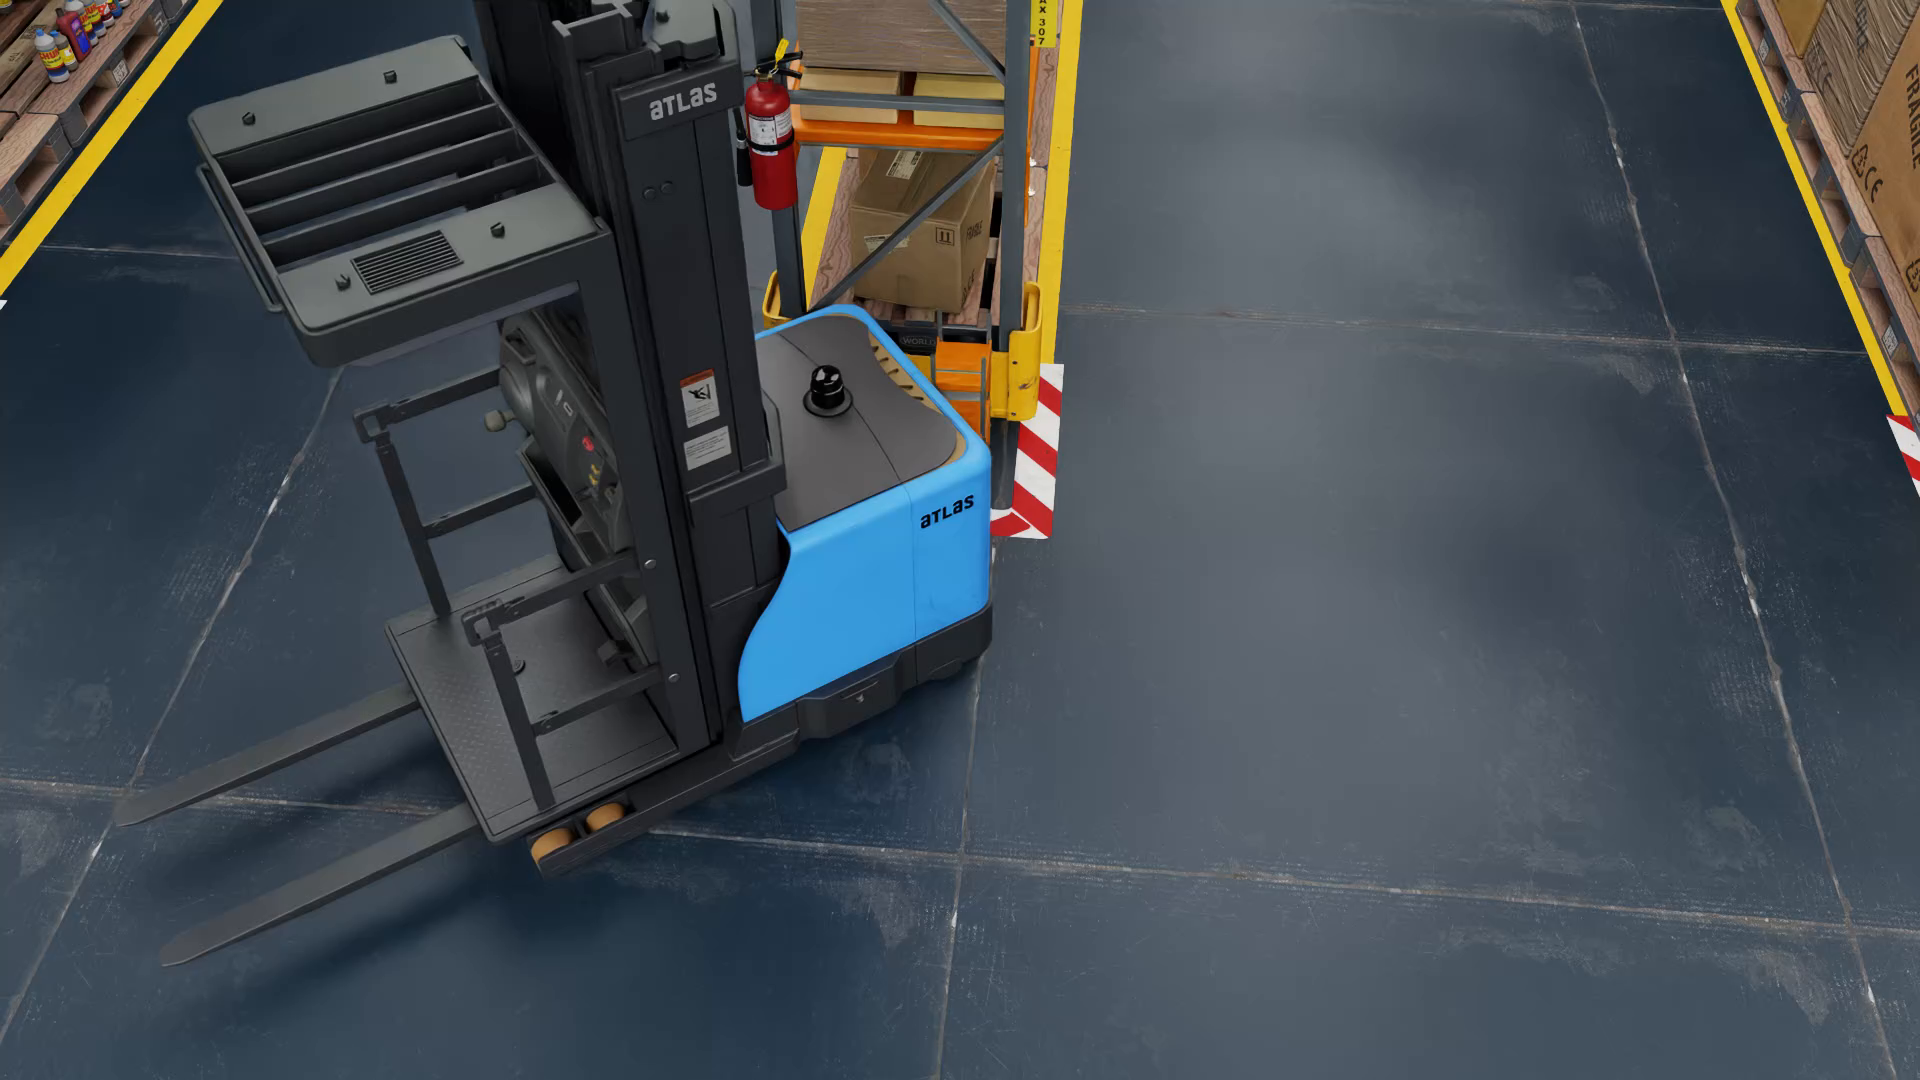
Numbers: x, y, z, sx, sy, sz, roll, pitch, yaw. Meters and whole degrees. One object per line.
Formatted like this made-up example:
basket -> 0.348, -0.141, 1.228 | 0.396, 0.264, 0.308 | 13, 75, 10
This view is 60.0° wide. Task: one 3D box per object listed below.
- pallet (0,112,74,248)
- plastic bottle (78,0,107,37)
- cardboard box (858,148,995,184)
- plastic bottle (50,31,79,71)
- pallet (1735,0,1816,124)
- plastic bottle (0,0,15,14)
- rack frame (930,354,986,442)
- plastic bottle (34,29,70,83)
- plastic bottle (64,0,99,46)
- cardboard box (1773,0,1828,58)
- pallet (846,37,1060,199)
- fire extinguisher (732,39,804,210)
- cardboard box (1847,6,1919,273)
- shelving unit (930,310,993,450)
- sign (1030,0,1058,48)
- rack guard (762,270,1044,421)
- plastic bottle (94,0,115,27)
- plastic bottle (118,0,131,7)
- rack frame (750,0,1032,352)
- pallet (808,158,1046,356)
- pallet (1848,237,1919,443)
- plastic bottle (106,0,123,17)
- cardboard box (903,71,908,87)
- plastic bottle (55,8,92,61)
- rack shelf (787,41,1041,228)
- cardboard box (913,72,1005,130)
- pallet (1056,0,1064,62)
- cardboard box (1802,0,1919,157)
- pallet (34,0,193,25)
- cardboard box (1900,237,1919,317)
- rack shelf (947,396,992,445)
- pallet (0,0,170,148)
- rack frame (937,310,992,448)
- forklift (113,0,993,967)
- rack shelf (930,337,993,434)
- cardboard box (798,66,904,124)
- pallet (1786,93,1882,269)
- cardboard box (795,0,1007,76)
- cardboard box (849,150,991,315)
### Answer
pallet -> -5.138, -1.684, 8.173 | 1.003, 0.211, 1.213 | 4, 48, 4
plastic bottle -> -4.661, -2.834, 8.886 | 0.097, 0.271, 0.097 | 0, 48, 0
cardboard box -> -0.151, -1.834, 7.830 | 0.500, 0.500, 0.500 | 15, 49, 14
plastic bottle -> -4.692, -2.561, 8.684 | 0.097, 0.201, 0.097 | 0, 48, 0
pallet -> 4.903, -2.673, 9.078 | 1.003, 0.211, 1.213 | 4, 48, 4
plastic bottle -> -5.248, -2.984, 9.071 | 0.097, 0.201, 0.097 | 0, 48, 0
rack frame -> -0.006, -0.304, 6.342 | 0.200, 1.050, 0.008 | 4, 48, 4
plastic bottle -> -4.702, -2.509, 8.588 | 0.097, 0.271, 0.097 | 0, 48, 0
plastic bottle -> -4.670, -2.760, 8.819 | 0.097, 0.271, 0.097 | 0, 48, 0
cardboard box -> 4.923, -3.135, 8.766 | 0.875, 0.875, 0.875 | 5, 48, 4
pallet -> -0.015, -2.240, 8.682 | 1.003, 0.211, 1.213 | 4, 48, 4
fire extinguisher -> -0.714, -1.557, 6.220 | 0.296, 0.674, 0.183 | 4, 48, 4
cardboard box -> 4.759, -1.803, 7.547 | 0.875, 0.875, 0.875 | 3, 48, 3
shelving unit -> 0.005, -0.394, 6.424 | 0.215, 1.050, 0.252 | 4, 48, 4
sign -> 0.296, -1.892, 5.887 | 0.100, 0.325, 0.005 | 4, 48, 4
rack guard -> -0.238, -0.849, 7.213 | 1.175, 0.500, 0.348 | 4, 48, 4
plastic bottle -> -4.652, -2.883, 8.978 | 0.097, 0.201, 0.097 | 0, 48, 0
plastic bottle -> -4.633, -3.034, 9.117 | 0.097, 0.201, 0.097 | 0, 48, 0
rack frame -> -0.245, -1.637, 6.240 | 1.000, 3.000, 0.127 | 4, 48, 4
pallet -> -0.129, -1.346, 7.864 | 1.003, 0.211, 1.213 | 4, 48, 4
pallet -> 4.680, -0.880, 7.438 | 1.003, 0.211, 1.213 | 4, 48, 4
plastic bottle -> -4.643, -2.983, 9.022 | 0.097, 0.271, 0.097 | 0, 48, 0
cardboard box -> -0.401, -1.959, 6.705 | 0.380, 0.149, 0.250 | 4, 48, 4
plastic bottle -> -4.663, -2.678, 8.735 | 0.061, 0.283, 0.133 | 5, 48, 4
rack shelf -> -0.063, -2.863, 7.850 | 1.077, 0.370, 4.000 | 4, 48, 4
cardboard box -> 0.019, -1.745, 6.510 | 0.380, 0.149, 0.250 | 4, 48, 4
pallet -> 0.094, -3.139, 9.504 | 1.003, 0.211, 1.213 | 4, 48, 4
cardboard box -> 4.844, -2.473, 8.160 | 0.875, 0.875, 0.875 | 4, 48, 4
pallet -> -4.915, -3.477, 9.813 | 1.003, 0.211, 1.213 | 4, 48, 4
cardboard box -> 4.681, -1.156, 6.956 | 0.875, 0.875, 0.875 | 4, 48, 4
rack shelf -> 0.005, -0.386, 6.432 | 0.215, 0.259, 0.240 | 4, 48, 4
pallet -> -5.024, -2.578, 8.991 | 1.003, 0.211, 1.213 | 4, 48, 4
rack frame -> 0.016, -0.483, 6.506 | 0.200, 1.050, 0.008 | 4, 48, 4
forklift -> -1.402, -0.289, 5.054 | 3.031, 2.935, 1.130 | -24, 52, -21
rack shelf -> 0.005, -0.578, 6.223 | 0.215, 0.259, 0.240 | 4, 48, 4
cardboard box -> -0.424, -1.775, 6.537 | 0.380, 0.149, 0.250 | 4, 48, 4
pallet -> 4.794, -1.774, 8.256 | 1.003, 0.211, 1.213 | 4, 48, 4
cardboard box -> -0.167, -2.173, 6.461 | 0.875, 0.500, 0.500 | 4, 48, 4
cardboard box -> -0.171, -1.392, 7.426 | 0.500, 0.500, 0.500 | 12, 49, 11
